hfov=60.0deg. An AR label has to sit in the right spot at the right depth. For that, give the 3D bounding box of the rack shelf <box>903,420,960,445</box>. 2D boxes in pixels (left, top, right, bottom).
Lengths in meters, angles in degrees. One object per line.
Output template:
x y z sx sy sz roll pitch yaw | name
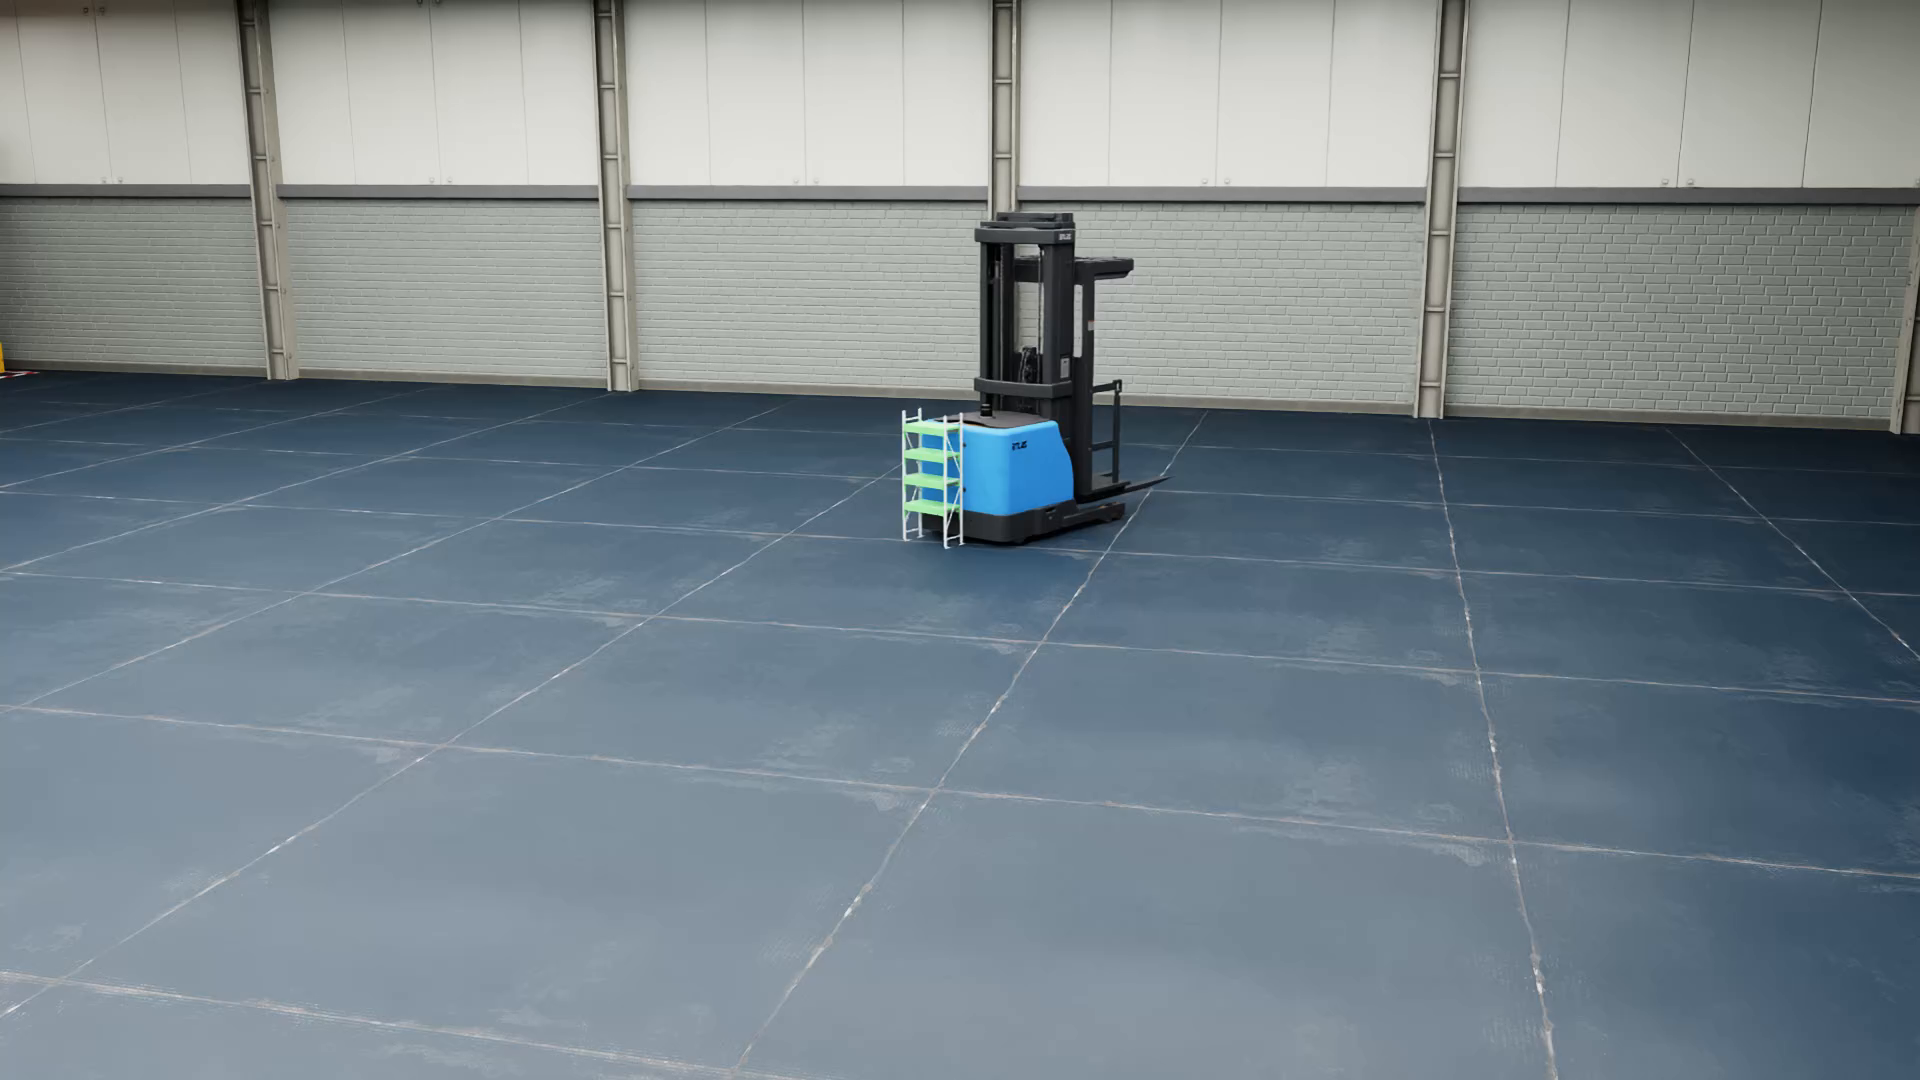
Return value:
-0.247 -0.966 14.913 0.480 0.148 0.258 10 16 38 | rack shelf

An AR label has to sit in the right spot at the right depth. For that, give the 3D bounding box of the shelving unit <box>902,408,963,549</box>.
-0.247 -0.560 15.003 0.503 1.200 0.258 10 16 38 | shelving unit

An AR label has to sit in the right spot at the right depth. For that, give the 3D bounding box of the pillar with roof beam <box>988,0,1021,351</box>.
-0.408 -5.499 19.259 0.400 9.000 9.100 3 13 14 | pillar with roof beam

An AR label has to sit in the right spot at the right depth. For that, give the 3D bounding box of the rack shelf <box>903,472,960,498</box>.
-0.247 -0.497 15.017 0.480 0.148 0.258 10 16 38 | rack shelf

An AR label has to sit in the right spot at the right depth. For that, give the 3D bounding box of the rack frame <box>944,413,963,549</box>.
-0.059 -0.526 14.851 0.015 1.200 0.240 10 16 38 | rack frame

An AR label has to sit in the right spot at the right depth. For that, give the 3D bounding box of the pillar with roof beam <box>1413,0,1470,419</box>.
5.417 -5.187 17.855 0.400 9.000 9.100 3 13 14 | pillar with roof beam

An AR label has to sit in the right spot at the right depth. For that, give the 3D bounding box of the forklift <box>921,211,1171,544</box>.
0.953 -1.657 15.953 1.130 2.935 3.031 10 16 38 | forklift

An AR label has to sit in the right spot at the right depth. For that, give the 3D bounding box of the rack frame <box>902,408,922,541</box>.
-0.435 -0.594 15.155 0.015 1.200 0.240 10 16 38 | rack frame

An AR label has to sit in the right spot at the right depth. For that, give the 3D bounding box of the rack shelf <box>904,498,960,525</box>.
-0.247 -0.263 15.069 0.480 0.148 0.258 10 16 38 | rack shelf

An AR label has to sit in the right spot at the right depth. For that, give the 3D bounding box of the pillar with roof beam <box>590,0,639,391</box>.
-6.233 -5.810 20.662 0.400 9.000 9.100 3 13 14 | pillar with roof beam

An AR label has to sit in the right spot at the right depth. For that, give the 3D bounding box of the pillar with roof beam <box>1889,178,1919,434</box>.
11.243 -4.876 16.452 0.400 9.000 9.100 3 13 14 | pillar with roof beam

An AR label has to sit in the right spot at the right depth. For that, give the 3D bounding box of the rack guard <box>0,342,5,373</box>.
-16.369 -2.962 27.447 0.348 0.500 1.175 3 13 14 | rack guard

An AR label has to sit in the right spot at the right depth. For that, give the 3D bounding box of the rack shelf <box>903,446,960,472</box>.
-0.247 -0.732 14.965 0.480 0.148 0.258 10 16 38 | rack shelf

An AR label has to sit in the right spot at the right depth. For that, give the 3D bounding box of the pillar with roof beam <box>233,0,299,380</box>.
-12.058 -6.122 22.066 0.400 9.000 9.100 3 13 14 | pillar with roof beam
